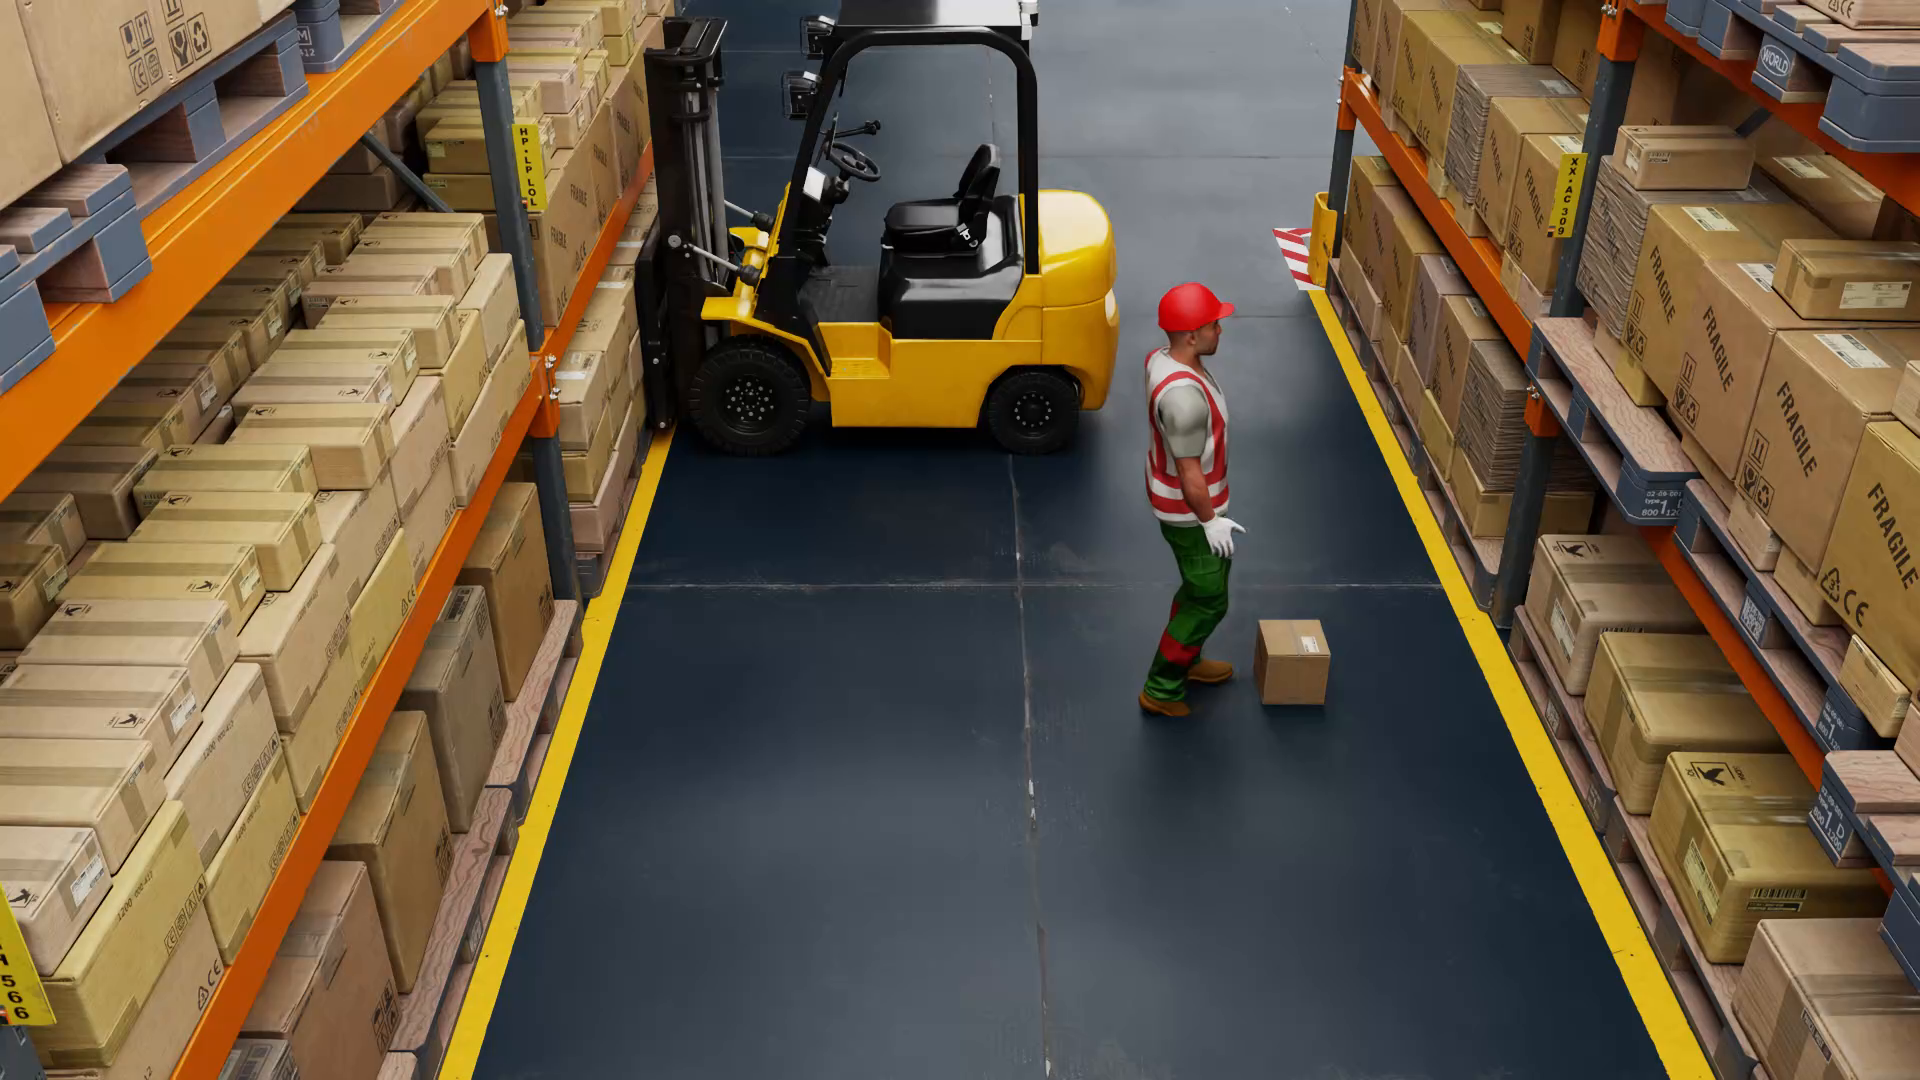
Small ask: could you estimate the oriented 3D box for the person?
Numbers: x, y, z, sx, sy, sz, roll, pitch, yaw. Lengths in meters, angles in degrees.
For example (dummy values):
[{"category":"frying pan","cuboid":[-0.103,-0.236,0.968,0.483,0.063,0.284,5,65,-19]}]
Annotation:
[{"category":"person","cuboid":[0.910,-0.129,6.409,0.446,1.823,0.527,1,31,1]}]
